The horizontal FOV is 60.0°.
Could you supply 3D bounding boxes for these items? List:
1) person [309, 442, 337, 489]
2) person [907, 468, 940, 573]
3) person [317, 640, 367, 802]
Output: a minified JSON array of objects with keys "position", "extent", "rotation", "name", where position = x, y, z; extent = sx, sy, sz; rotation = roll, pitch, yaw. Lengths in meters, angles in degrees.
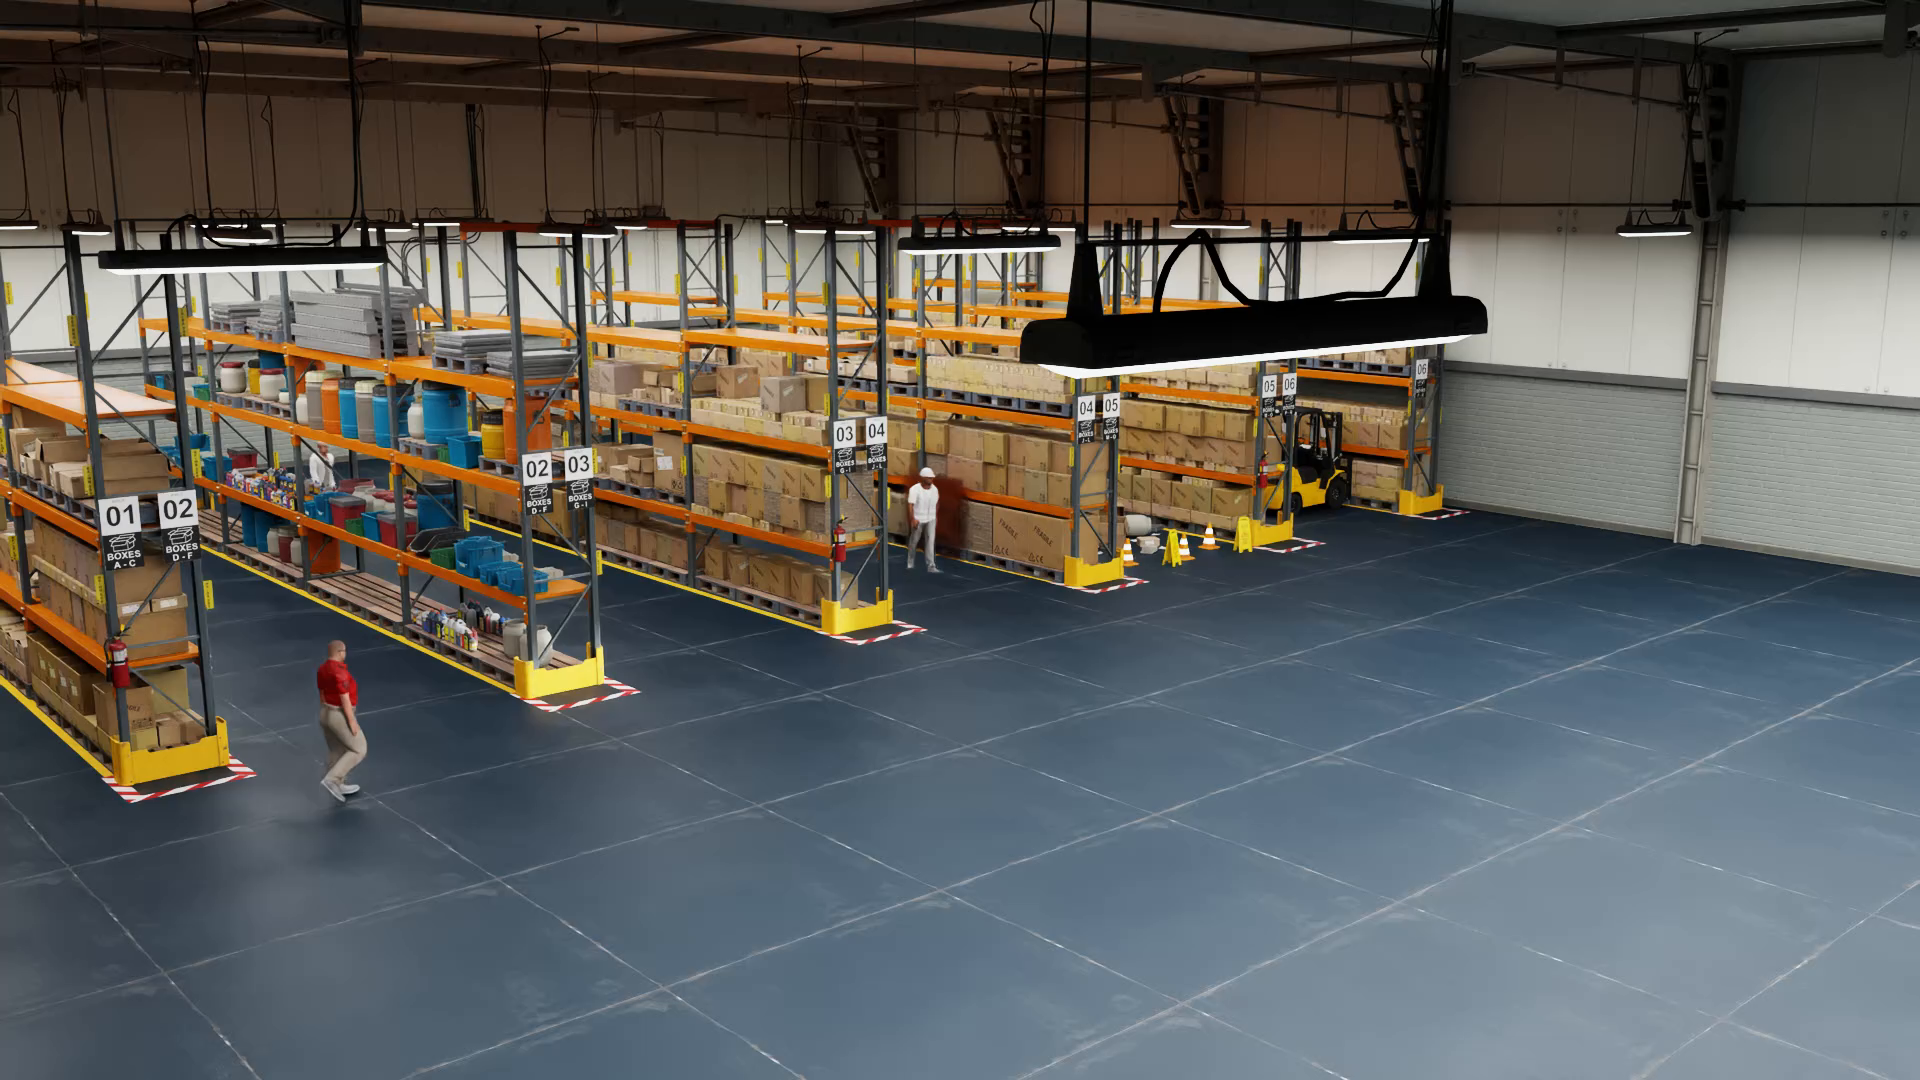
[{"position":[-12.531,-1.096,32.782],"extent":[1.129,1.715,0.571],"rotation":[11,16,43],"name":"person"},{"position":[-0.573,-0.336,27.717],"extent":[0.659,1.736,0.938],"rotation":[-7,14,-32],"name":"person"},{"position":[-6.713,1.934,17.840],"extent":[0.569,1.723,0.497],"rotation":[10,15,41],"name":"person"}]
